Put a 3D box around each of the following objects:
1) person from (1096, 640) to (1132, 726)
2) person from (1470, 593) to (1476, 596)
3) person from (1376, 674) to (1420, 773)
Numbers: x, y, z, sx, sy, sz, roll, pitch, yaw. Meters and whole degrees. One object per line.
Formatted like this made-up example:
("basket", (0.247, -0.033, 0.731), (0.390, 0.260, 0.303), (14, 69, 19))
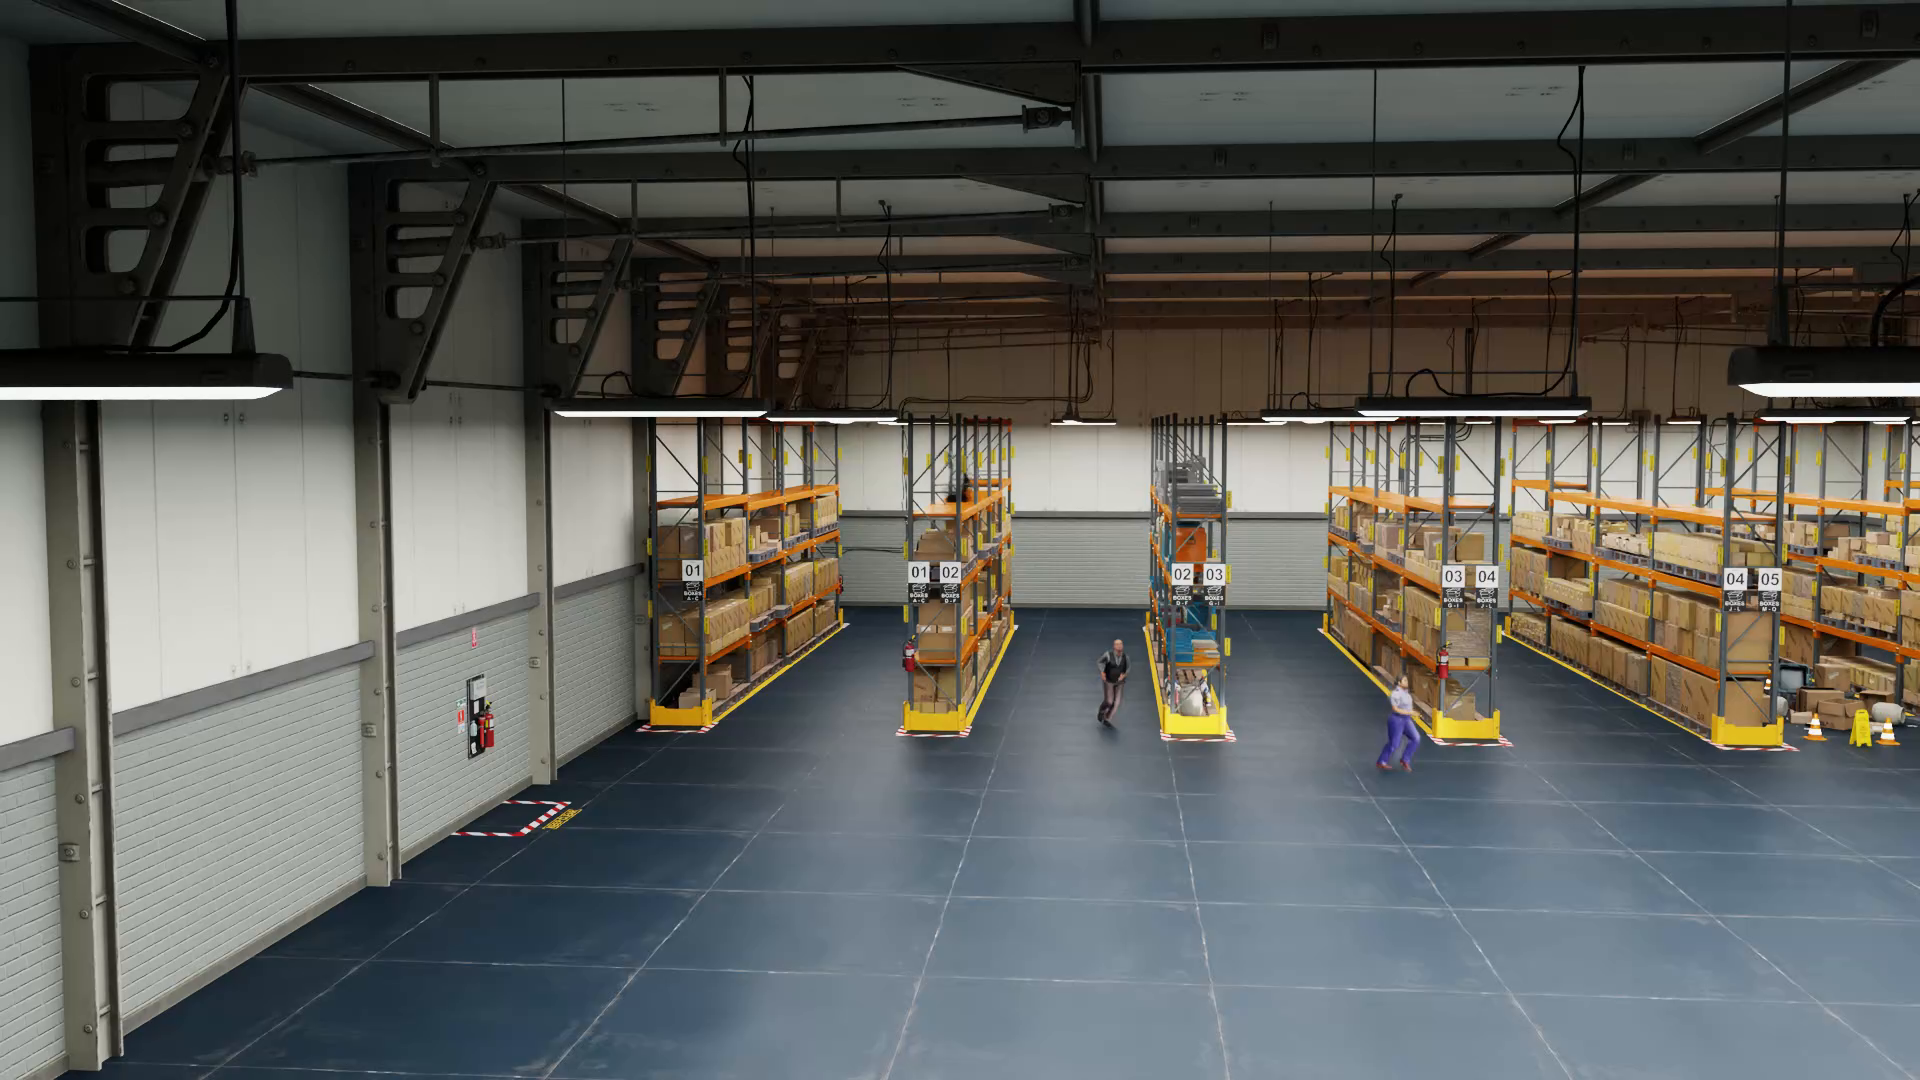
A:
("person", (2.976, 2.742, 31.909), (0.667, 1.667, 0.527), (-1, 4, -11))
("person", (13.973, 1.766, 45.861), (0.740, 1.807, 0.826), (1, 4, 16))
("person", (7.315, 3.057, 27.669), (0.720, 1.676, 0.561), (3, 5, 39))
